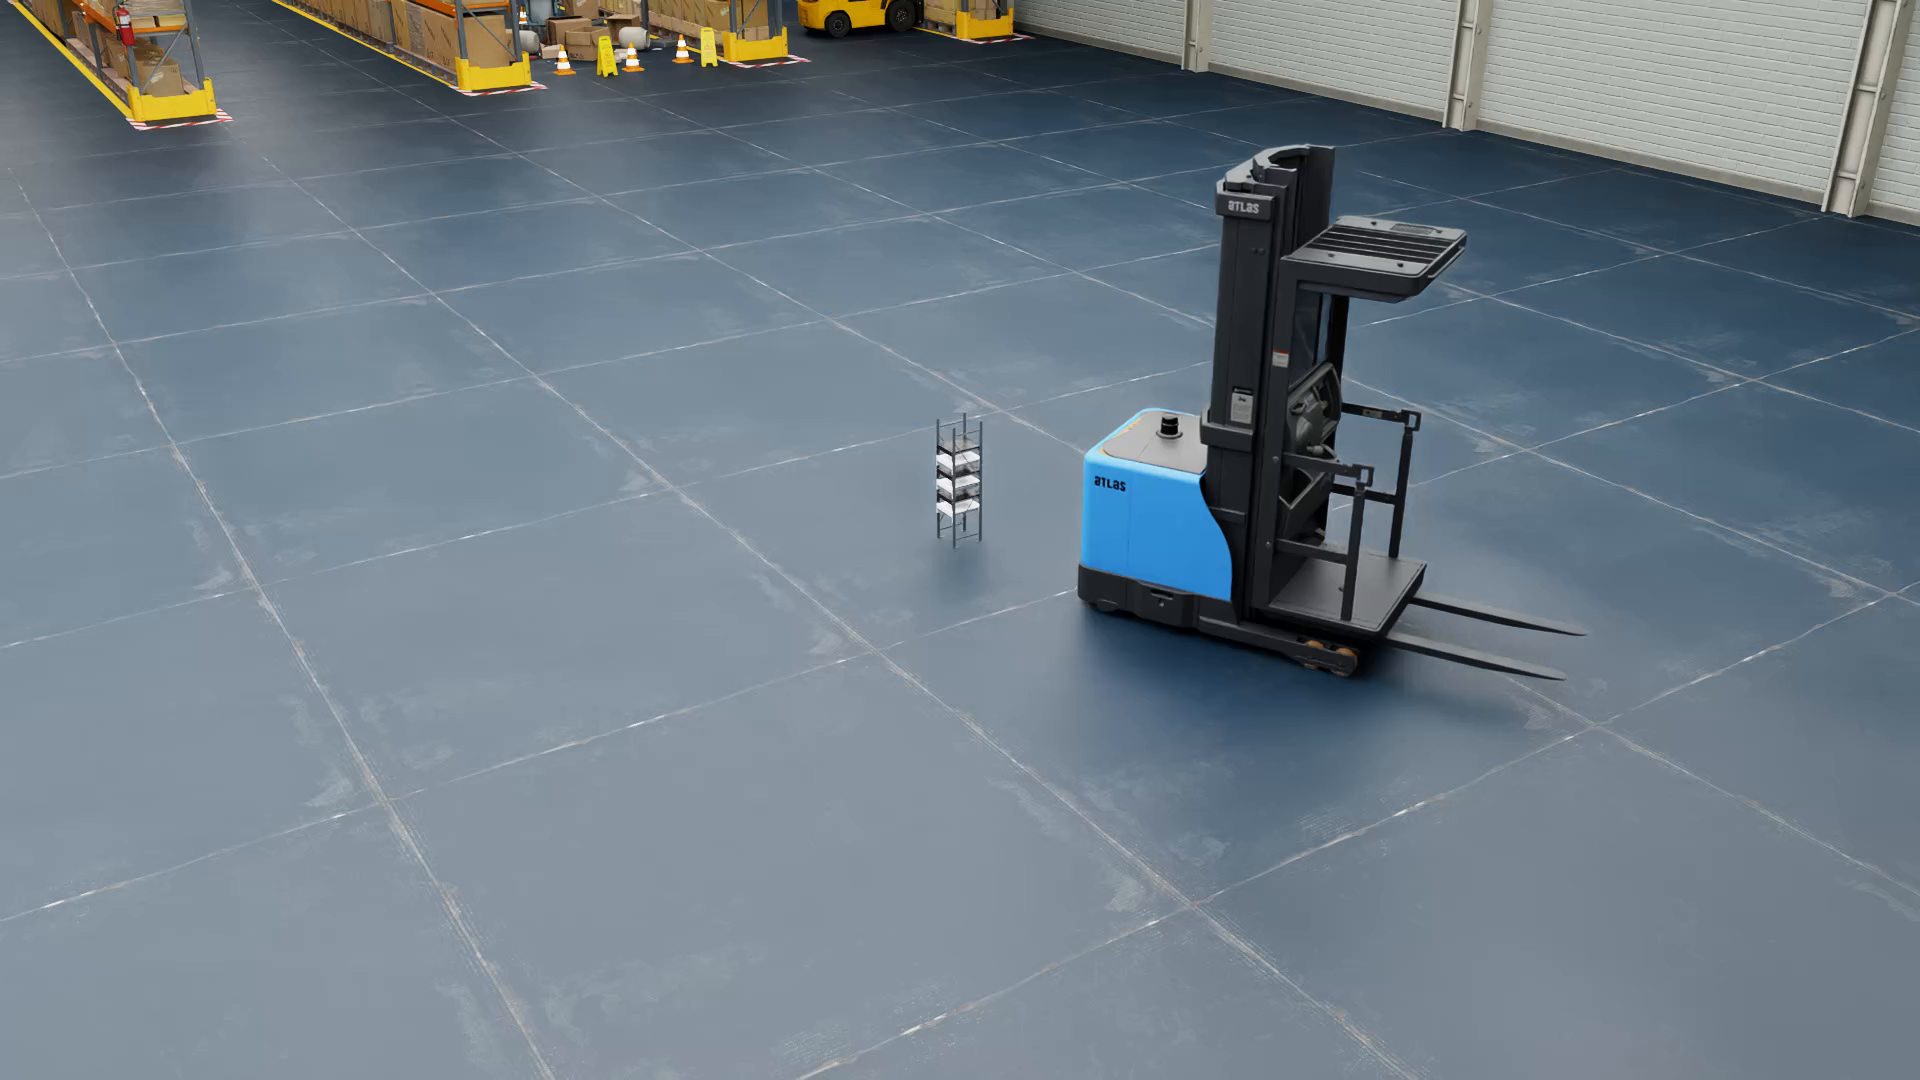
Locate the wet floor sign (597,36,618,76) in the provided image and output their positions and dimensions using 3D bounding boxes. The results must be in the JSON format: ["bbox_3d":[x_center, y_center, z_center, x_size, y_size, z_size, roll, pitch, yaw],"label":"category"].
[{"bbox_3d":[-6.097,-8.335,28.614,0.267,0.644,0.232,-22,33,-38],"label":"wet floor sign"}]

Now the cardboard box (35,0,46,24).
[{"bbox_3d":[-17.679,-10.807,33.088,1.225,0.875,0.875,-17,30,-31],"label":"cardboard box"}]

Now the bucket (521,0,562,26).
[{"bbox_3d":[-7.949,-10.075,31.595,0.726,0.611,0.620,-6,16,-12],"label":"bucket"}]

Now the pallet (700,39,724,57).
[{"bbox_3d":[-4.135,-9.204,30.961,1.003,0.211,1.213,-16,29,-30],"label":"pallet"}]

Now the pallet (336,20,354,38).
[{"bbox_3d":[-11.772,-10.250,33.177,1.003,0.211,1.213,-16,29,-30],"label":"pallet"}]

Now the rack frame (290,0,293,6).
[{"bbox_3d":[-14.322,-13.241,36.247,1.000,3.000,0.127,-16,29,-30],"label":"rack frame"}]

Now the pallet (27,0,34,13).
[{"bbox_3d":[-19.553,-11.587,36.011,1.003,0.211,1.213,-16,29,-30],"label":"pallet"}]

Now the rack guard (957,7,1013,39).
[{"bbox_3d":[0.491,-10.158,32.644,1.175,0.500,0.348,-16,29,-30],"label":"rack guard"}]

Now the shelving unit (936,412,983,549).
[{"bbox_3d":[-0.004,-0.410,11.526,0.258,0.900,0.210,-16,29,-30],"label":"shelving unit"}]

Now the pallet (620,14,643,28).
[{"bbox_3d":[-6.289,-10.587,33.891,1.003,0.211,1.213,-16,29,-30],"label":"pallet"}]

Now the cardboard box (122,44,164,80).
[{"bbox_3d":[-13.258,-7.760,27.073,0.500,0.500,0.500,-19,31,-34],"label":"cardboard box"}]

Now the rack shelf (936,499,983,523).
[{"bbox_3d":[-0.004,-0.217,11.618,0.258,0.077,0.200,-16,29,-30],"label":"rack shelf"}]

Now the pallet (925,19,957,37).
[{"bbox_3d":[0.025,-10.300,33.283,1.003,0.211,1.213,-16,29,-30],"label":"pallet"}]

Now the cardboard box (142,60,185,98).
[{"bbox_3d":[-12.309,-7.116,25.709,0.500,0.500,0.500,-10,27,-20],"label":"cardboard box"}]

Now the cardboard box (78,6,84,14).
[{"bbox_3d":[-15.959,-9.866,30.632,0.500,0.250,0.500,-14,29,-28],"label":"cardboard box"}]

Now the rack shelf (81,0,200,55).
[{"bbox_3d":[-13.074,-8.219,26.452,1.077,0.370,4.000,-16,29,-30],"label":"rack shelf"}]

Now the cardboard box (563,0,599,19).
[{"bbox_3d":[-7.338,-10.356,32.177,0.500,0.500,0.500,-16,29,-30],"label":"cardboard box"}]

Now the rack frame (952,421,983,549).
[{"bbox_3d":[0.051,-0.373,11.449,0.240,0.900,0.006,-16,29,-30],"label":"rack frame"}]

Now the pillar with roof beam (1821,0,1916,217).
[{"bbox_3d":[7.072,-7.027,16.057,9.100,9.000,0.400,-16,29,-30],"label":"pillar with roof beam"}]

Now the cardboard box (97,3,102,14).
[{"bbox_3d":[-13.471,-8.466,26.426,0.380,0.149,0.250,-16,29,-30],"label":"cardboard box"}]

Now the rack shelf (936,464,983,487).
[{"bbox_3d":[-0.004,-0.461,11.502,0.258,0.077,0.200,-16,29,-30],"label":"rack shelf"}]

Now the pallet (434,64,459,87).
[{"bbox_3d":[-8.274,-7.956,28.318,1.003,0.211,1.213,-16,29,-30],"label":"pallet"}]

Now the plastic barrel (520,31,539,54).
[{"bbox_3d":[-8.051,-9.166,30.634,0.512,0.421,0.421,3,25,6],"label":"plastic barrel"}]

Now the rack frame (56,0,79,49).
[{"bbox_3d":[-16.350,-10.691,30.845,1.000,3.000,0.127,-16,29,-30],"label":"rack frame"}]

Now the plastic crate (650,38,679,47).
[{"bbox_3d":[-5.693,-9.496,31.735,0.583,0.080,0.402,18,31,33],"label":"plastic crate"}]

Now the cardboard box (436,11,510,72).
[{"bbox_3d":[-8.197,-8.405,28.000,0.875,0.875,0.875,-15,29,-29],"label":"cardboard box"}]

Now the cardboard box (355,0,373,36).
[{"bbox_3d":[-10.893,-10.099,31.735,1.050,0.750,0.750,-16,29,-30],"label":"cardboard box"}]

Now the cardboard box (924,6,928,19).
[{"bbox_3d":[-0.573,-10.699,33.591,0.500,0.250,0.500,-15,29,-29],"label":"cardboard box"}]

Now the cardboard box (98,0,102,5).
[{"bbox_3d":[-13.133,-8.733,26.233,0.875,0.500,0.500,-16,29,-30],"label":"cardboard box"}]

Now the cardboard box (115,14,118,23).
[{"bbox_3d":[-12.627,-7.936,25.305,0.380,0.149,0.250,-16,29,-30],"label":"cardboard box"}]

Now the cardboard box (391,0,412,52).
[{"bbox_3d":[-9.671,-9.368,30.039,0.875,0.875,0.875,-15,29,-29],"label":"cardboard box"}]

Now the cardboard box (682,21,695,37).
[{"bbox_3d":[-4.913,-9.685,31.443,0.500,0.250,0.500,-17,30,-31],"label":"cardboard box"}]

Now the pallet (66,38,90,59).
[{"bbox_3d":[-15.924,-9.150,30.847,1.003,0.211,1.213,-16,29,-30],"label":"pallet"}]

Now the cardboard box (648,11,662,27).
[{"bbox_3d":[-5.767,-10.242,32.623,0.500,0.250,0.500,-17,30,-32],"label":"cardboard box"}]

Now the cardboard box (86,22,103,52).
[{"bbox_3d":[-15.034,-8.928,29.524,0.700,0.500,0.500,-18,31,-34],"label":"cardboard box"}]

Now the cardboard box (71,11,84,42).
[{"bbox_3d":[-15.967,-9.524,30.787,0.700,0.500,0.500,-17,30,-32],"label":"cardboard box"}]

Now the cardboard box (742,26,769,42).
[{"bbox_3d":[-3.888,-9.438,30.921,0.500,0.250,0.500,-16,30,-30],"label":"cardboard box"}]

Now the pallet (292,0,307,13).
[{"bbox_3d":[-13.896,-11.702,36.254,1.003,0.211,1.213,-16,29,-30],"label":"pallet"}]

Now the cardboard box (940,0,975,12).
[{"bbox_3d":[-0.050,-10.571,32.734,0.500,0.250,0.500,-16,30,-30],"label":"cardboard box"}]

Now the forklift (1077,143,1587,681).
[{"bbox_3d":[2.300,-0.766,9.901,3.031,2.935,1.130,13,28,26],"label":"forklift"}]

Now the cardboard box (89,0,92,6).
[{"bbox_3d":[-14.015,-8.824,27.185,0.380,0.149,0.250,-16,29,-30],"label":"cardboard box"}]

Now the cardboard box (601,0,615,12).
[{"bbox_3d":[-6.928,-11.263,34.643,0.950,0.372,0.625,-14,29,-28],"label":"cardboard box"}]

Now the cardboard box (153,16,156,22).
[{"bbox_3d":[-12.183,-8.060,25.566,0.380,0.149,0.250,-16,29,-30],"label":"cardboard box"}]

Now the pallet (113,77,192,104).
[{"bbox_3d":[-13.100,-7.330,26.993,1.003,0.211,1.213,-16,29,-30],"label":"pallet"}]

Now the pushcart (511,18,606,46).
[{"bbox_3d":[-7.746,-9.834,32.103,0.936,0.377,1.648,18,31,33],"label":"pushcart"}]

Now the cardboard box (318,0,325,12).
[{"bbox_3d":[-12.997,-11.231,34.425,0.500,0.500,0.500,-14,29,-28],"label":"cardboard box"}]

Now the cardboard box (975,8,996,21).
[{"bbox_3d":[0.373,-10.465,33.095,0.500,0.250,0.500,-15,29,-29],"label":"cardboard box"}]

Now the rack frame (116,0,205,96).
[{"bbox_3d":[-11.983,-7.829,24.783,1.000,3.000,0.127,-16,29,-30],"label":"rack frame"}]

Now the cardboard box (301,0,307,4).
[{"bbox_3d":[-13.851,-11.786,35.601,0.500,0.500,0.500,-14,29,-27],"label":"cardboard box"}]

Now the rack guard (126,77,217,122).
[{"bbox_3d":[-12.024,-6.726,25.375,1.175,0.500,0.348,-16,29,-30],"label":"rack guard"}]

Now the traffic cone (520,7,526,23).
[{"bbox_3d":[-8.709,-10.410,33.222,0.336,0.463,0.334,-16,29,-30],"label":"traffic cone"}]

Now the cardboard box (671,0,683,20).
[{"bbox_3d":[-5.183,-10.206,31.670,0.500,0.500,0.500,-14,29,-27],"label":"cardboard box"}]

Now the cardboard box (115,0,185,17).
[{"bbox_3d":[-12.260,-8.212,25.129,0.875,0.500,0.500,-16,29,-30],"label":"cardboard box"}]

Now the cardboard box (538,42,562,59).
[{"bbox_3d":[-7.474,-8.958,30.377,0.396,0.266,0.258,-10,27,-21],"label":"cardboard box"}]

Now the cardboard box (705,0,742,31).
[{"bbox_3d":[-4.335,-9.650,30.491,0.500,0.500,0.500,-15,29,-29],"label":"cardboard box"}]

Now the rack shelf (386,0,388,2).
[{"bbox_3d":[-11.047,-10.770,31.855,1.077,0.370,4.000,-16,29,-30],"label":"rack shelf"}]
